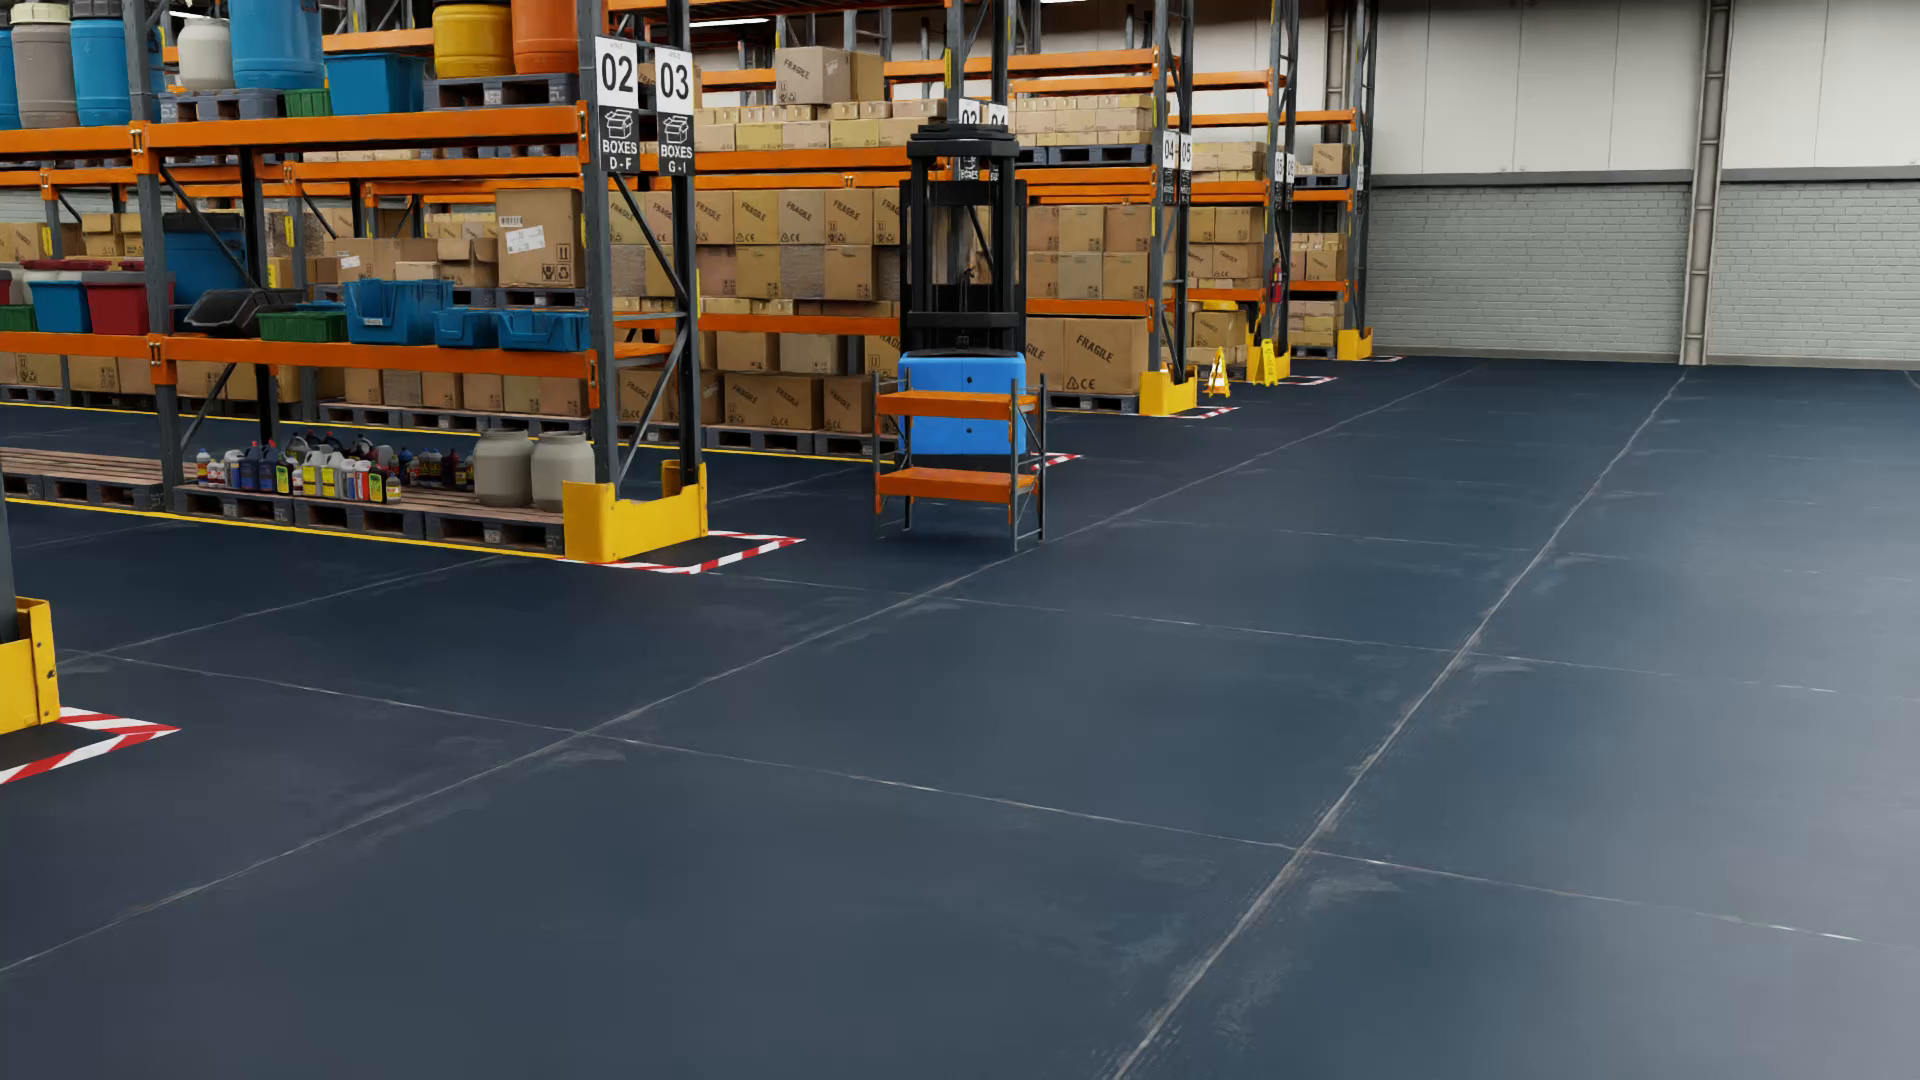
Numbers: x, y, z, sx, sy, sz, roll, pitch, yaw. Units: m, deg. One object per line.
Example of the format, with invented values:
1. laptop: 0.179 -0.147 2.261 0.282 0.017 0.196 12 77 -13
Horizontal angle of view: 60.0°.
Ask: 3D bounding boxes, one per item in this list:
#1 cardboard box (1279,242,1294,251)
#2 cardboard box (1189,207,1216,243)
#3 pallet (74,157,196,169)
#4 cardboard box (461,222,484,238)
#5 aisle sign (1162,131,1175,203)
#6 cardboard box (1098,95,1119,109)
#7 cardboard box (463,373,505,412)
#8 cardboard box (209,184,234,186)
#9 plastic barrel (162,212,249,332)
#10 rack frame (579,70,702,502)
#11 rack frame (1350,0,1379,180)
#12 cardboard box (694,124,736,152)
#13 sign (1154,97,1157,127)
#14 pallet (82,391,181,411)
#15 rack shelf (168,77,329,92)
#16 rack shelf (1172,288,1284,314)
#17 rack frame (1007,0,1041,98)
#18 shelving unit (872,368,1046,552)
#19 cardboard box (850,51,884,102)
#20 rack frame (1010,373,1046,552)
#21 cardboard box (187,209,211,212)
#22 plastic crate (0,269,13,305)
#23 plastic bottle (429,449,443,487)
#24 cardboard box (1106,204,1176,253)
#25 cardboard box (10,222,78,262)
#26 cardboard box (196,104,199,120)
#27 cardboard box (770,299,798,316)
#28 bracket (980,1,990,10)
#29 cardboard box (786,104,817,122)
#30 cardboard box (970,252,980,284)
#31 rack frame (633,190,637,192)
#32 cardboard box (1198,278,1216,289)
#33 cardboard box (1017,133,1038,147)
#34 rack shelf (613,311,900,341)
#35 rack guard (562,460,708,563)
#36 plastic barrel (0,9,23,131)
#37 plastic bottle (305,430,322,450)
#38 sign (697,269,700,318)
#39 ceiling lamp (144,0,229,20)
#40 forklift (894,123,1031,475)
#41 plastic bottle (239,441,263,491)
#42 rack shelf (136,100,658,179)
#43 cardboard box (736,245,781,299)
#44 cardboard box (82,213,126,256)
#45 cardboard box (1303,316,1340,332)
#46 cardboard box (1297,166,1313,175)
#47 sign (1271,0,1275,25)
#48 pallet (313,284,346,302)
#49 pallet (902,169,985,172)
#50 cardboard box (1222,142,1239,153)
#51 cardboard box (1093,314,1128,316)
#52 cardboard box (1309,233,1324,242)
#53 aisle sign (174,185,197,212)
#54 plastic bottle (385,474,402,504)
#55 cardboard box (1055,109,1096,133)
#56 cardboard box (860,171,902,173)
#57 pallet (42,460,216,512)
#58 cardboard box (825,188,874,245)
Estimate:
1. cardboard box: 5.638 -5.020 28.445 0.250 0.149 0.380 5 11 25
2. cardboard box: 3.540 -4.544 23.989 0.500 0.500 0.700 5 11 26
3. pallet: -9.758 -4.490 19.730 1.217 0.209 0.805 5 11 24
4. cardboard box: -8.568 -5.449 29.828 0.500 0.500 0.500 5 11 25
5. aisle sign: 2.376 -4.237 18.917 0.004 0.787 0.394 5 11 26
6. cardboard box: 1.770 -5.004 19.039 0.250 0.149 0.380 5 11 26
7. cardboard box: -4.890 -1.665 17.790 0.500 0.500 0.700 4 11 21
8. cardboard box: -11.144 -5.556 25.503 0.500 0.250 0.500 5 12 28
9. plastic barrel: -5.831 -2.076 12.873 0.708 0.901 0.600 5 11 26
10. rack frame: -2.032 -1.436 10.741 0.127 3.000 1.000 5 11 26
11. rack frame: 6.738 -7.555 27.704 0.127 3.000 1.000 5 11 26
12. cardboard box: -2.219 -3.786 15.726 0.500 0.250 0.500 5 11 24
13. sign: 2.193 -4.798 18.633 0.005 0.325 0.100 5 11 26
14. pallet: -9.876 -1.751 20.315 1.213 0.211 1.003 5 11 26
15. rack shelf: -10.110 -6.711 25.070 4.000 0.370 1.077 5 11 26
16. rack shelf: 2.751 -3.613 24.791 4.000 0.370 1.077 5 11 26
17. rack frame: 0.958 -7.077 25.064 0.127 3.000 1.000 5 11 26
18. shelving unit: -0.006 -0.554 11.133 1.048 1.125 0.538 5 11 26
19. cardboard box: -1.052 -4.305 15.649 0.500 0.500 0.500 5 11 26
20. rack frame: 0.450 -0.514 10.912 0.032 1.125 0.500 5 11 26
21. cardboard box: -11.618 -4.882 25.856 0.500 0.500 0.500 5 11 25
22. plastic crate: -7.892 -1.921 13.244 0.583 0.464 0.402 5 11 26
23. plastic bottle: -3.827 -0.529 12.158 0.097 0.271 0.097 0 10 0
24. cardboard box: 2.130 -3.652 19.530 0.550 0.550 0.875 5 11 26
25. cardboard box: -11.132 -3.607 20.220 0.500 0.500 0.500 5 12 27
26. cardboard box: -8.406 -4.680 18.781 0.500 0.500 0.500 6 12 29
27. cardboard box: -1.579 -2.194 15.636 0.250 0.149 0.380 5 11 26
28. bracket: 0.602 -9.973 30.962 0.430 0.232 0.235 5 11 26
29. cardboard box: -1.391 -3.901 15.240 0.250 0.149 0.380 4 11 23
30. cardboard box: 0.130 -3.272 20.464 0.550 0.550 0.875 5 11 26
31. rack frame: -4.729 -3.641 22.927 0.127 3.000 1.000 5 11 26
32. cardboard box: 3.618 -3.707 23.996 0.250 0.149 0.380 5 11 25
33. cardboard box: 0.858 -4.691 19.552 0.250 0.149 0.380 5 11 26
34. rack shelf: -1.634 -2.030 16.046 4.000 0.370 1.077 5 11 26
35. rack guard: -2.121 -0.204 10.955 0.348 0.500 1.175 5 11 26
36. plastic barrel: -7.344 -3.582 12.770 0.708 0.901 0.600 5 11 26
37. plastic bottle: -4.914 -0.659 12.653 0.185 0.351 0.144 5 11 24
38. sign: -1.784 -1.659 11.199 0.005 0.325 0.100 5 11 26
39. ceiling lamp: -13.284 -10.719 28.798 0.800 3.185 2.000 5 11 26
40. forklift: 0.029 -2.089 14.542 1.130 2.935 3.031 0 10 0
41. plastic bottle: -5.079 -0.534 11.961 0.185 0.351 0.144 5 12 27
42. rack shelf: -3.825 -2.715 11.408 4.000 0.370 1.077 5 11 26
43. cardboard box: -1.695 -2.578 15.935 0.500 0.500 0.875 5 11 26
44. cardboard box: -10.025 -3.666 19.967 0.637 0.503 0.797 5 11 24
45. cardboard box: 6.163 -3.691 28.337 0.500 0.250 0.500 5 11 25
46. cardboard box: 5.860 -6.228 28.040 0.250 0.149 0.380 5 11 24
47. sign: 4.281 -7.212 22.744 0.005 0.325 0.100 5 11 26
48. pallet: -6.328 -2.724 18.395 1.003 0.211 1.213 5 11 26
49. pallet: -0.413 -4.692 20.561 1.213 0.211 1.003 5 11 26
50. cardboard box: 3.897 -5.560 23.574 0.250 0.149 0.380 5 12 27
51. cardboard box: 2.317 -3.176 24.794 0.500 0.500 0.500 6 12 29
52. cardboard box: 6.088 -5.126 28.195 0.250 0.149 0.380 5 11 26
53. aisle sign: -12.102 -5.509 25.946 0.004 0.787 0.394 5 11 26
54. plastic bottle: -3.873 -0.350 11.363 0.097 0.201 0.097 0 10 0
55. cardboard box: 1.434 -4.849 19.303 0.500 0.250 0.500 5 11 26
56. cardboard box: -1.249 -5.851 26.424 0.637 0.503 0.797 5 11 26
57. pallet: -6.340 -0.434 13.038 1.213 0.211 1.003 5 11 26
58. cardboard box: -0.894 -2.957 15.221 0.500 0.500 0.500 5 11 26
